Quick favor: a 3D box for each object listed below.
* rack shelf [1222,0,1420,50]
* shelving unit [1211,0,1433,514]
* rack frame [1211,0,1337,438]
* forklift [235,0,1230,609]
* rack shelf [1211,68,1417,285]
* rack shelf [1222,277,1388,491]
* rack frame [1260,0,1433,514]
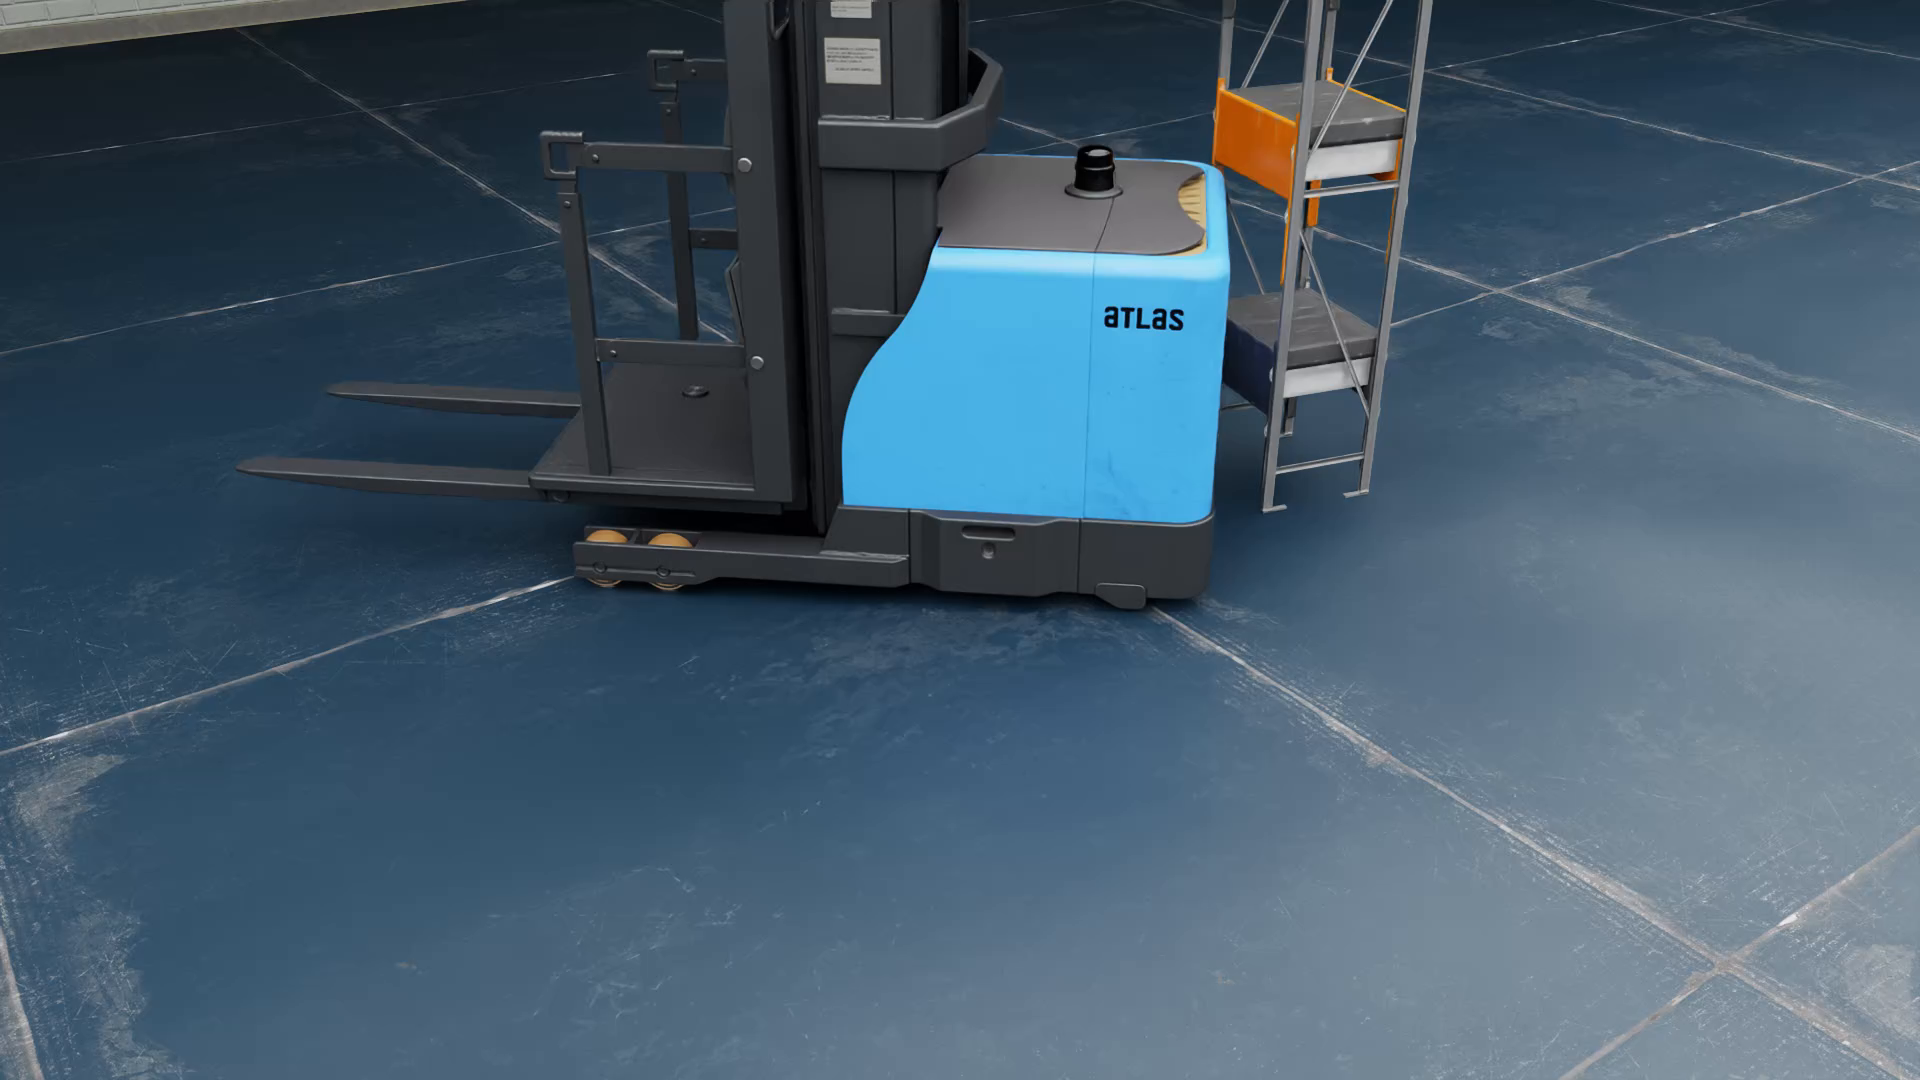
[{"bbox_3d":[1.082,-1.757,4.846,0.431,0.518,0.480,-10,30,-18],"label":"rack shelf"},{"bbox_3d":[1.082,-1.154,5.174,0.431,2.100,0.503,-10,30,-18],"label":"shelving unit"},{"bbox_3d":[0.995,-1.262,5.374,0.400,2.100,0.015,-10,30,-18],"label":"rack frame"},{"bbox_3d":[-0.723,-1.384,4.728,3.031,2.935,1.130,3,29,6],"label":"forklift"},{"bbox_3d":[1.082,-1.142,5.181,0.431,0.518,0.480,-10,30,-18],"label":"rack shelf"},{"bbox_3d":[1.082,-0.526,5.515,0.431,0.518,0.480,-10,30,-18],"label":"rack shelf"},{"bbox_3d":[1.168,-1.045,4.974,0.400,2.100,0.015,-10,30,-18],"label":"rack frame"}]
